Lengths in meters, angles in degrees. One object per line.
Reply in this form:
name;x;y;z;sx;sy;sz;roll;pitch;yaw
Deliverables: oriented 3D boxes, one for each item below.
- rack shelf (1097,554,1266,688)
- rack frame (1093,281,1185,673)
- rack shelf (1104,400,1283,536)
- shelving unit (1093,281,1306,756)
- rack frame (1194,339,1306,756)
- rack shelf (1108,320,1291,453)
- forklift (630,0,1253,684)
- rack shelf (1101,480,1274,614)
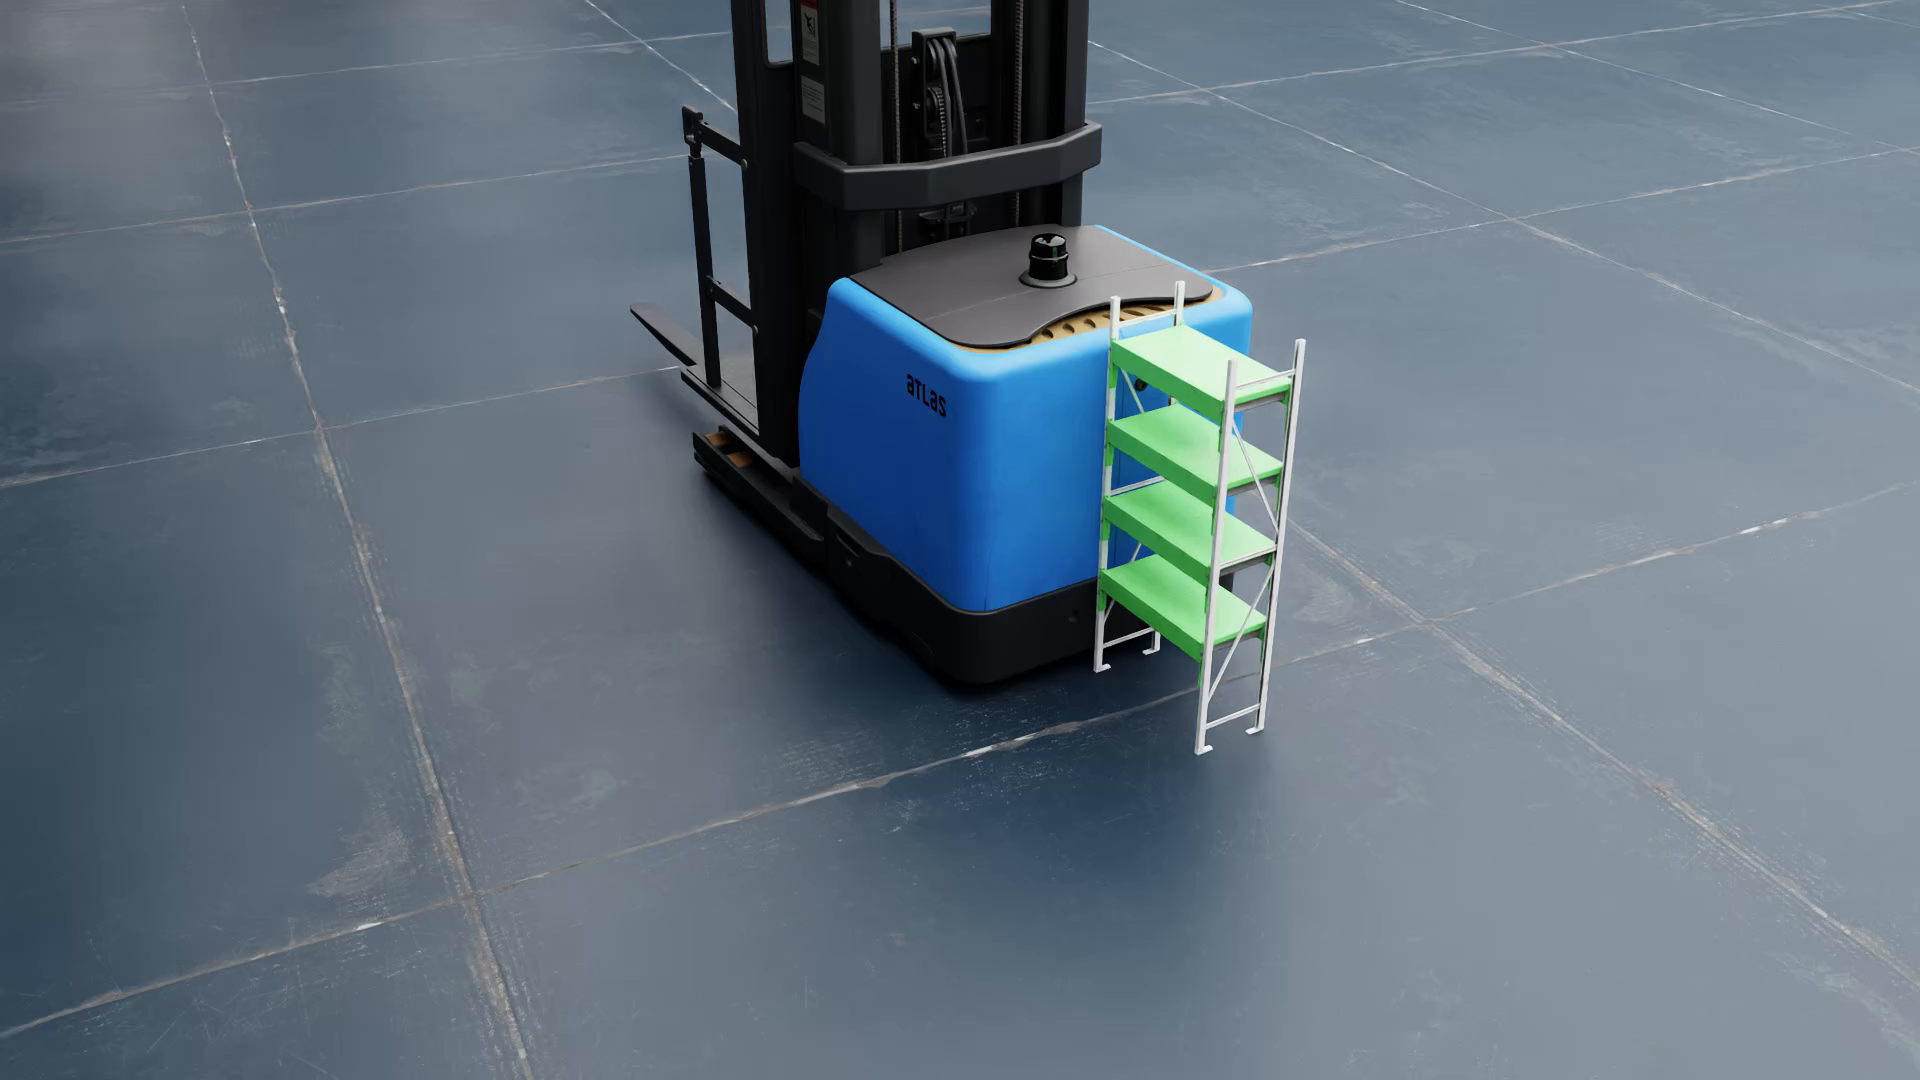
rack shelf;0.638;0.212;4.767;0.258;0.148;0.480;-17;33;-27
rack frame;0.510;-0.155;4.799;0.240;1.200;0.015;-17;33;-27
rack shelf;0.638;-0.207;4.532;0.258;0.148;0.480;-17;33;-27
shelving unit;0.638;-0.053;4.618;0.258;1.200;0.503;-17;33;-27
rack frame;0.766;0.048;4.437;0.240;1.200;0.015;-17;33;-27
rack shelf;0.638;-0.416;4.415;0.258;0.148;0.480;-17;33;-27
forklift;-0.329;-1.540;5.500;1.130;2.935;3.031;-17;33;-27
rack shelf;0.638;0.003;4.649;0.258;0.148;0.480;-17;33;-27
